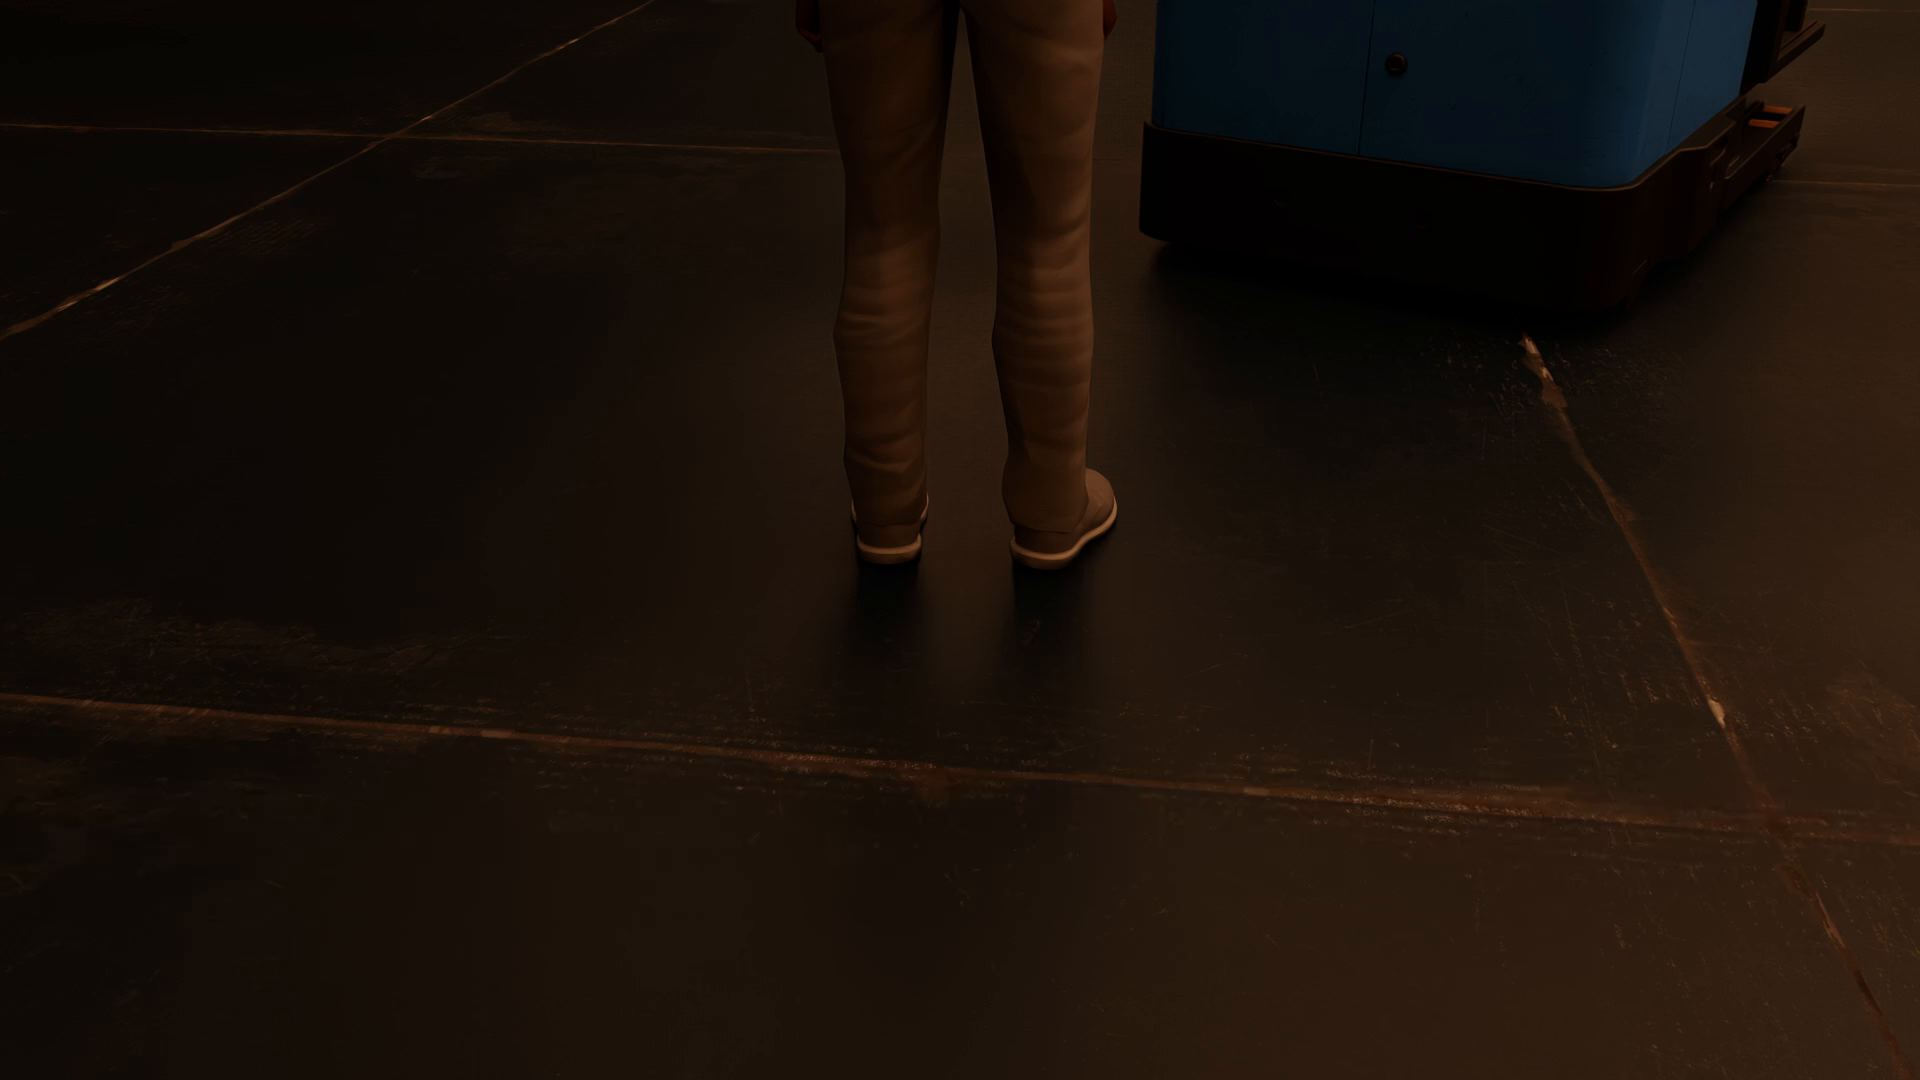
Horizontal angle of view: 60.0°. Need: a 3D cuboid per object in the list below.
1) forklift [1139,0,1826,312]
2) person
[{"bbox_3d":[1.643,-2.361,3.951,1.130,2.935,3.031,17,31,30],"label":"forklift"},{"bbox_3d":[0.006,-0.757,2.132,0.451,1.690,0.348,3,27,7],"label":"person"}]
